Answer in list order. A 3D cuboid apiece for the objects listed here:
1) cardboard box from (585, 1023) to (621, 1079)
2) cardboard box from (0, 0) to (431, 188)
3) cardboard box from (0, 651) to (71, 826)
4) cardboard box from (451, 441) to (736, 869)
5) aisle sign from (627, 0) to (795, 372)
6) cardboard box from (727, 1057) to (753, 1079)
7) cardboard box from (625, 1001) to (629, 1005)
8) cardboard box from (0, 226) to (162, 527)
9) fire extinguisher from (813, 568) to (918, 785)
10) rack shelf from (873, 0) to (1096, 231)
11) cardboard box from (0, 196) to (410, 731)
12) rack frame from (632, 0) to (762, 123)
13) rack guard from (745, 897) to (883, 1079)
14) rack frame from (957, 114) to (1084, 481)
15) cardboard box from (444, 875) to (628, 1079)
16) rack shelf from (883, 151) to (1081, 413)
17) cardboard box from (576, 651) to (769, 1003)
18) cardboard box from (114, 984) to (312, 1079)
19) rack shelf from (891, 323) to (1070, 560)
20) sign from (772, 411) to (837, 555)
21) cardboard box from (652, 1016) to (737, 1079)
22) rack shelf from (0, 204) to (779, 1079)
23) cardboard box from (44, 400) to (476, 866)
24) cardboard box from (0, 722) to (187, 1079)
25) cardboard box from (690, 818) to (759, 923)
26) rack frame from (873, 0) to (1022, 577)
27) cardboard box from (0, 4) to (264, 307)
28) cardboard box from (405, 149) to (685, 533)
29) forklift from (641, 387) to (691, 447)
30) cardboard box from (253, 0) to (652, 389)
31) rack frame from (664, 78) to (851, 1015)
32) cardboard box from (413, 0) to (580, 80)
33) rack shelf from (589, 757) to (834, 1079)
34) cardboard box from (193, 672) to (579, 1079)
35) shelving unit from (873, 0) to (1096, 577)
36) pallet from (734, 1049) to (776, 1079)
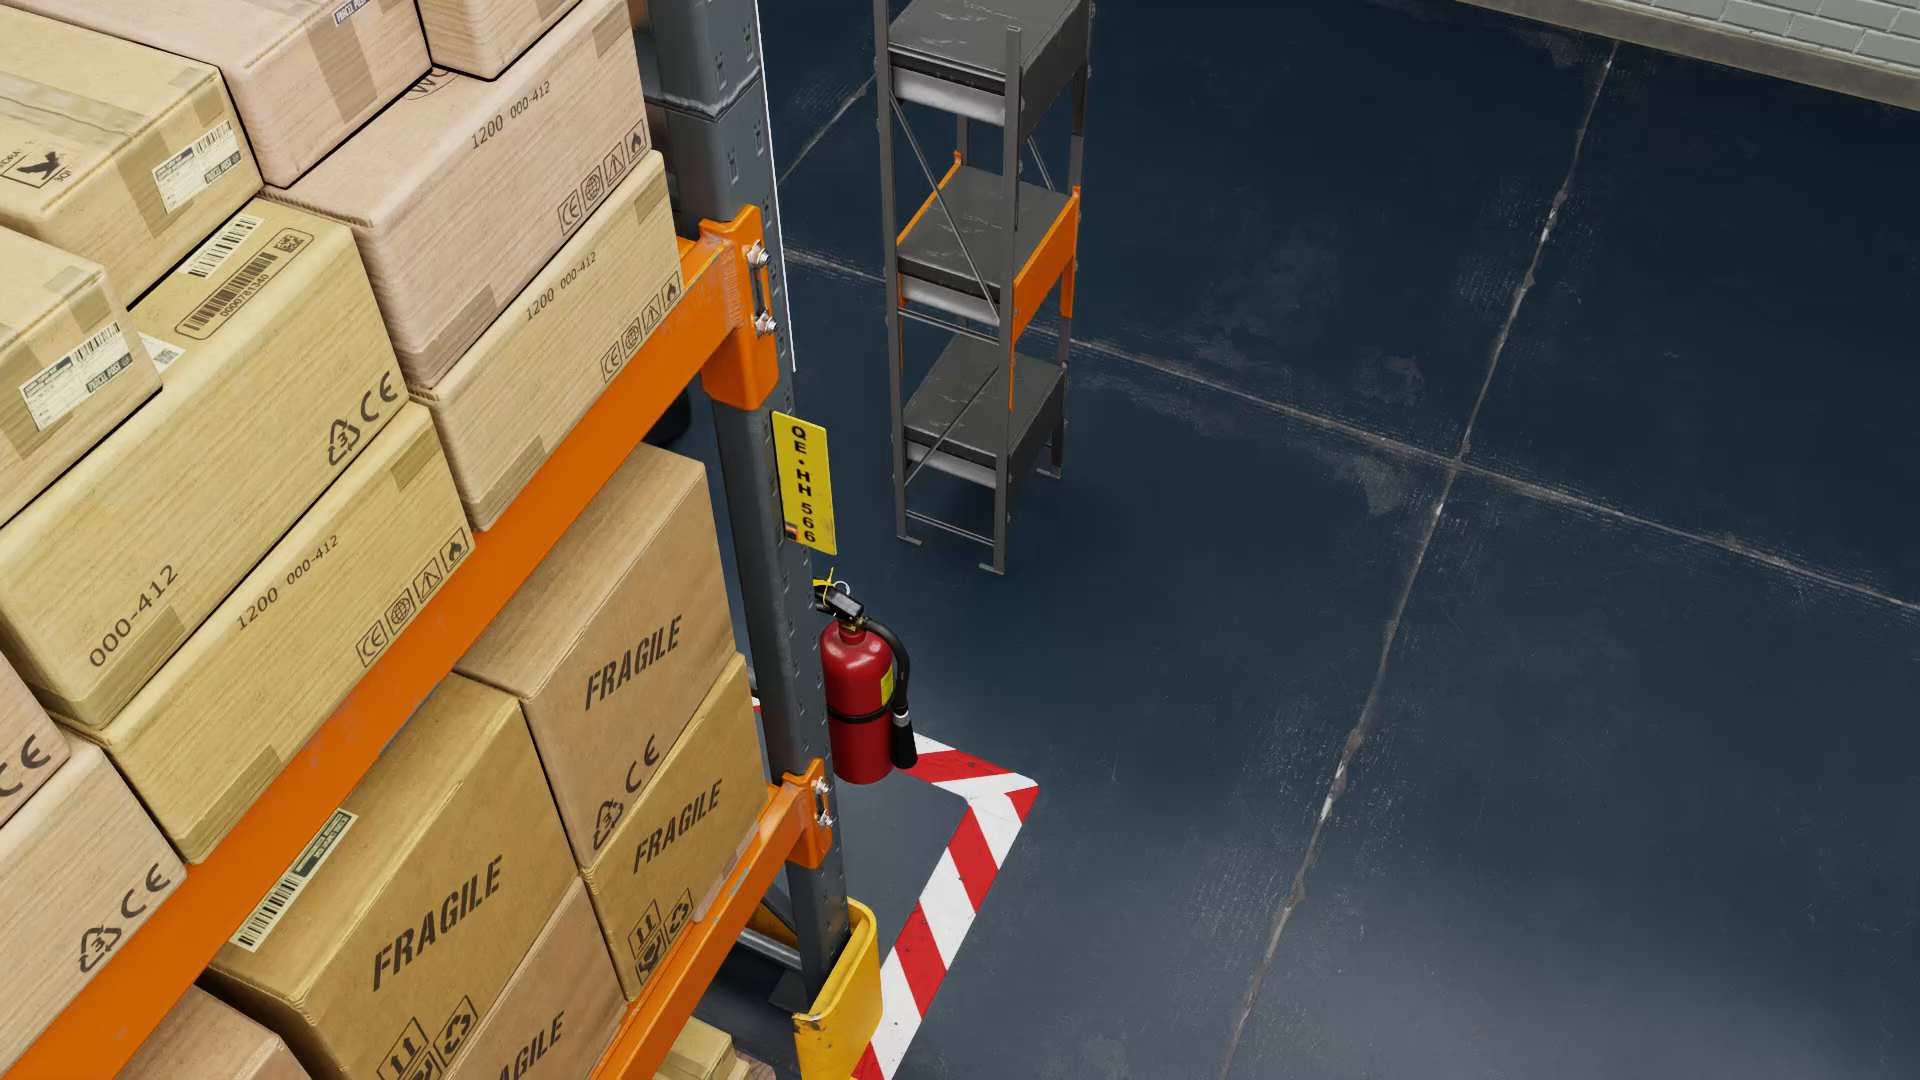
[{"bbox_3d":[-0.880,0.924,3.159,0.380,0.149,0.250,19,52,16],"label":"cardboard box"},{"bbox_3d":[-0.813,-0.556,1.793,0.380,0.149,0.250,20,53,17],"label":"cardboard box"},{"bbox_3d":[-1.168,0.208,1.404,0.500,0.250,0.500,21,53,17],"label":"cardboard box"},{"bbox_3d":[-0.733,0.132,2.750,0.500,0.500,0.500,19,52,15],"label":"cardboard box"},{"bbox_3d":[-0.460,-0.606,2.589,0.394,0.787,0.004,20,52,16],"label":"aisle sign"},{"bbox_3d":[-0.730,1.337,4.044,0.380,0.149,0.250,19,52,15],"label":"cardboard box"},{"bbox_3d":[-0.786,0.746,3.311,0.380,0.149,0.250,20,52,16],"label":"cardboard box"},{"bbox_3d":[-0.956,-0.169,1.463,0.380,0.149,0.250,21,53,17],"label":"cardboard box"},{"bbox_3d":[-0.237,0.312,3.811,0.296,0.674,0.183,20,52,16],"label":"fire extinguisher"},{"bbox_3d":[0.071,-1.239,4.525,0.431,0.518,0.480,20,52,16],"label":"rack shelf"},{"bbox_3d":[-0.946,-0.144,1.703,0.500,0.250,0.500,19,52,15],"label":"cardboard box"},{"bbox_3d":[-0.762,-1.755,1.335,1.000,3.000,0.127,20,52,16],"label":"rack frame"},{"bbox_3d":[-0.795,1.052,4.527,1.175,0.500,0.348,20,52,16],"label":"rack guard"},{"bbox_3d":[0.175,-0.962,5.190,0.400,2.100,0.015,20,52,16],"label":"rack frame"},{"bbox_3d":[-0.946,0.807,2.833,0.500,0.500,0.500,19,52,16],"label":"cardboard box"},{"bbox_3d":[0.071,-0.786,5.058,0.431,0.518,0.480,20,52,16],"label":"rack shelf"},{"bbox_3d":[-0.722,0.454,3.134,0.500,0.500,0.500,21,53,17],"label":"cardboard box"},{"bbox_3d":[-1.163,0.842,2.146,0.500,0.500,0.500,22,53,18],"label":"cardboard box"},{"bbox_3d":[0.071,-0.332,5.591,0.431,0.518,0.480,20,52,16],"label":"rack shelf"},{"bbox_3d":[-0.269,-0.094,2.893,0.100,0.325,0.005,20,52,16],"label":"sign"},{"bbox_3d":[-0.759,1.231,3.938,0.380,0.149,0.250,20,53,16],"label":"cardboard box"},{"bbox_3d":[-1.617,0.827,1.579,1.077,0.370,4.000,20,52,16],"label":"rack shelf"},{"bbox_3d":[-0.929,0.019,1.893,0.500,0.250,0.500,20,52,16],"label":"cardboard box"},{"bbox_3d":[-1.153,0.356,1.607,0.500,0.250,0.500,22,53,18],"label":"cardboard box"},{"bbox_3d":[-0.646,0.587,3.446,0.380,0.149,0.250,20,52,16],"label":"cardboard box"},{"bbox_3d":[-0.034,-0.626,4.904,0.400,2.100,0.015,20,52,16],"label":"rack frame"},{"bbox_3d":[-0.941,-0.386,1.648,0.380,0.149,0.250,18,52,15],"label":"cardboard box"},{"bbox_3d":[-0.717,-0.335,2.194,0.500,0.250,0.500,19,52,15],"label":"cardboard box"},{"bbox_3d":[-2.476,-0.993,4.670,3.031,2.935,1.130,-28,55,-22],"label":"forklift"},{"bbox_3d":[-0.729,-0.496,2.003,0.500,0.250,0.500,18,52,15],"label":"cardboard box"},{"bbox_3d":[-0.762,0.189,3.619,1.000,3.000,0.127,20,52,16],"label":"rack frame"},{"bbox_3d":[-0.639,-0.701,1.916,0.380,0.149,0.250,19,52,16],"label":"cardboard box"},{"bbox_3d":[-1.617,1.800,2.722,1.077,0.370,4.000,20,52,16],"label":"rack shelf"},{"bbox_3d":[-0.949,0.481,2.453,0.500,0.500,0.500,18,52,15],"label":"cardboard box"},{"bbox_3d":[0.071,-0.794,5.047,0.431,2.100,0.503,20,52,16],"label":"shelving unit"},{"bbox_3d":[-1.174,1.693,4.171,1.003,0.211,1.213,20,52,16],"label":"pallet"}]
